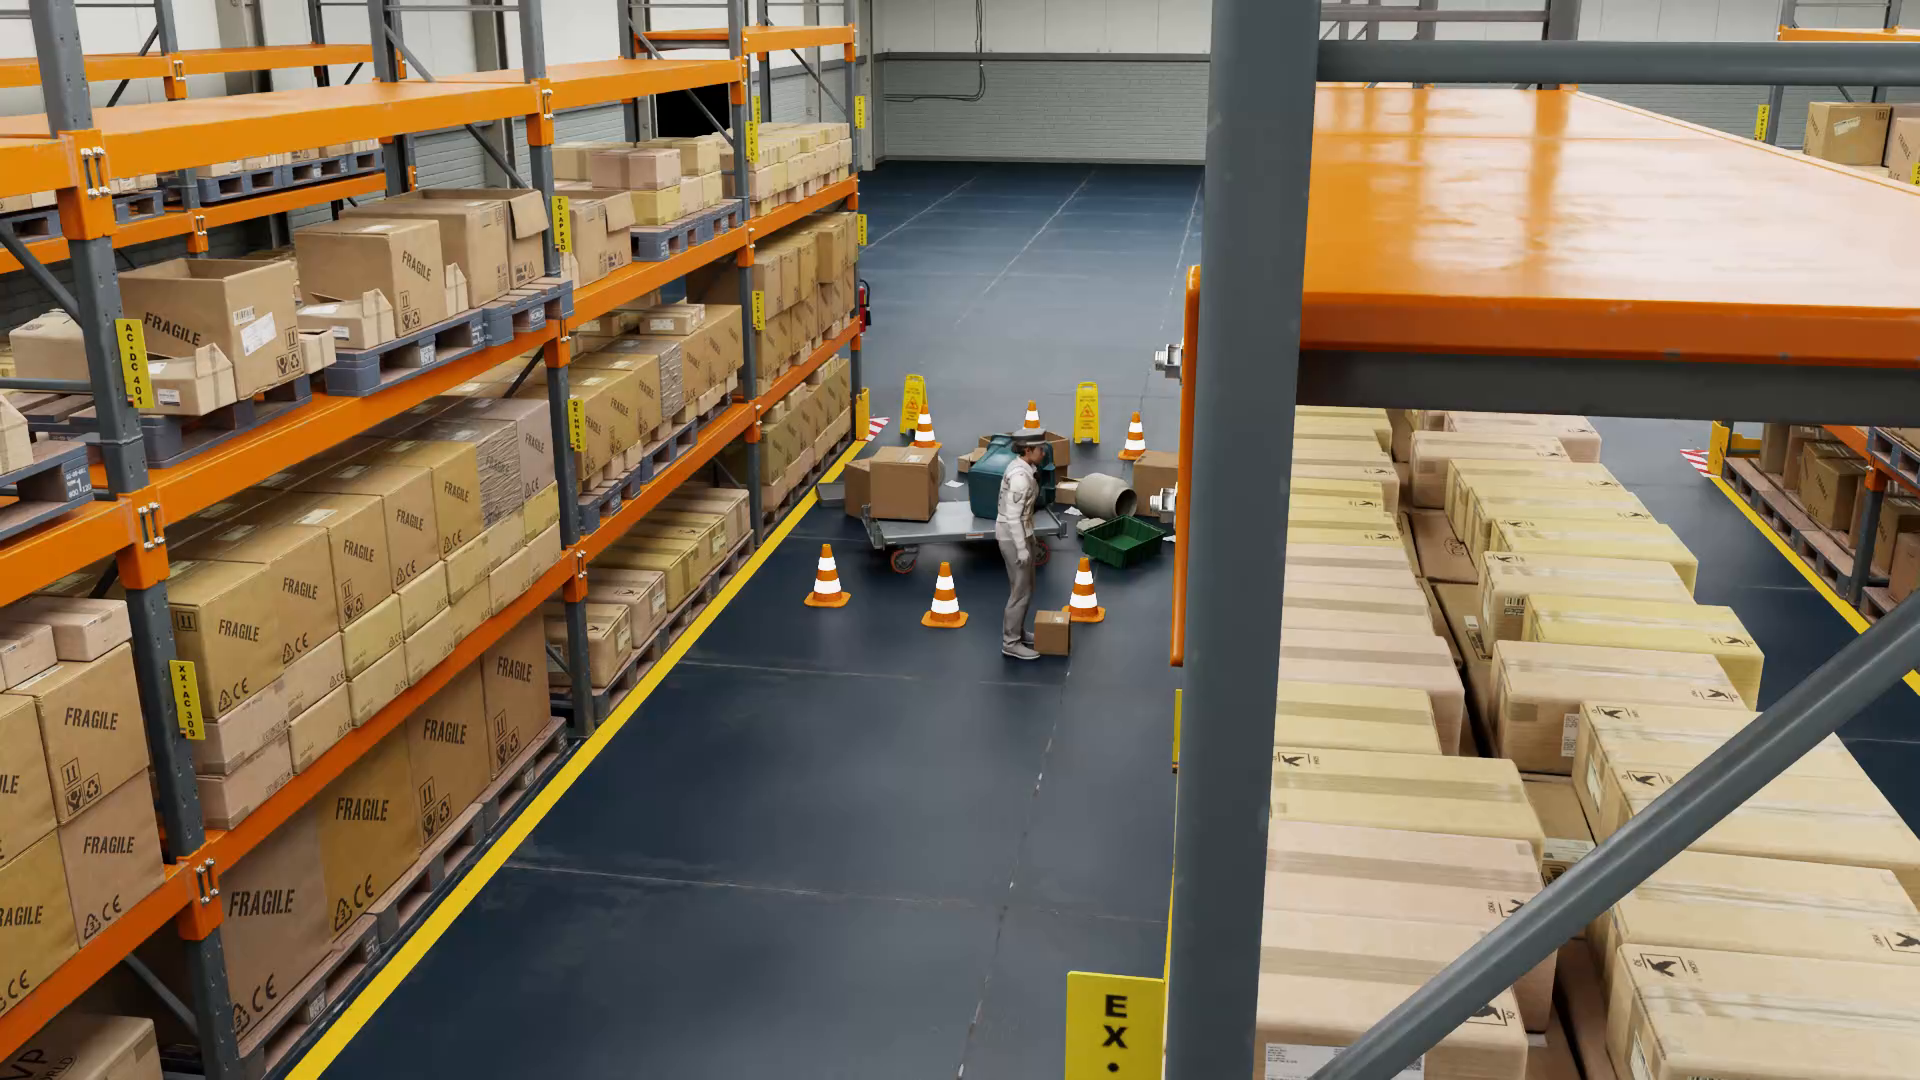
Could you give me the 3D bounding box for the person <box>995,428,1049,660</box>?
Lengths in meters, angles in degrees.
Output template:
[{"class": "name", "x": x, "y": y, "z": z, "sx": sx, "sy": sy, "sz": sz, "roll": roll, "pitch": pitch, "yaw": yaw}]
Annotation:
[{"class": "person", "x": 0.443, "y": 0.003, "z": 12.039, "sx": 0.372, "sy": 1.664, "sz": 0.528, "roll": 3, "pitch": 18, "yaw": 9}]
